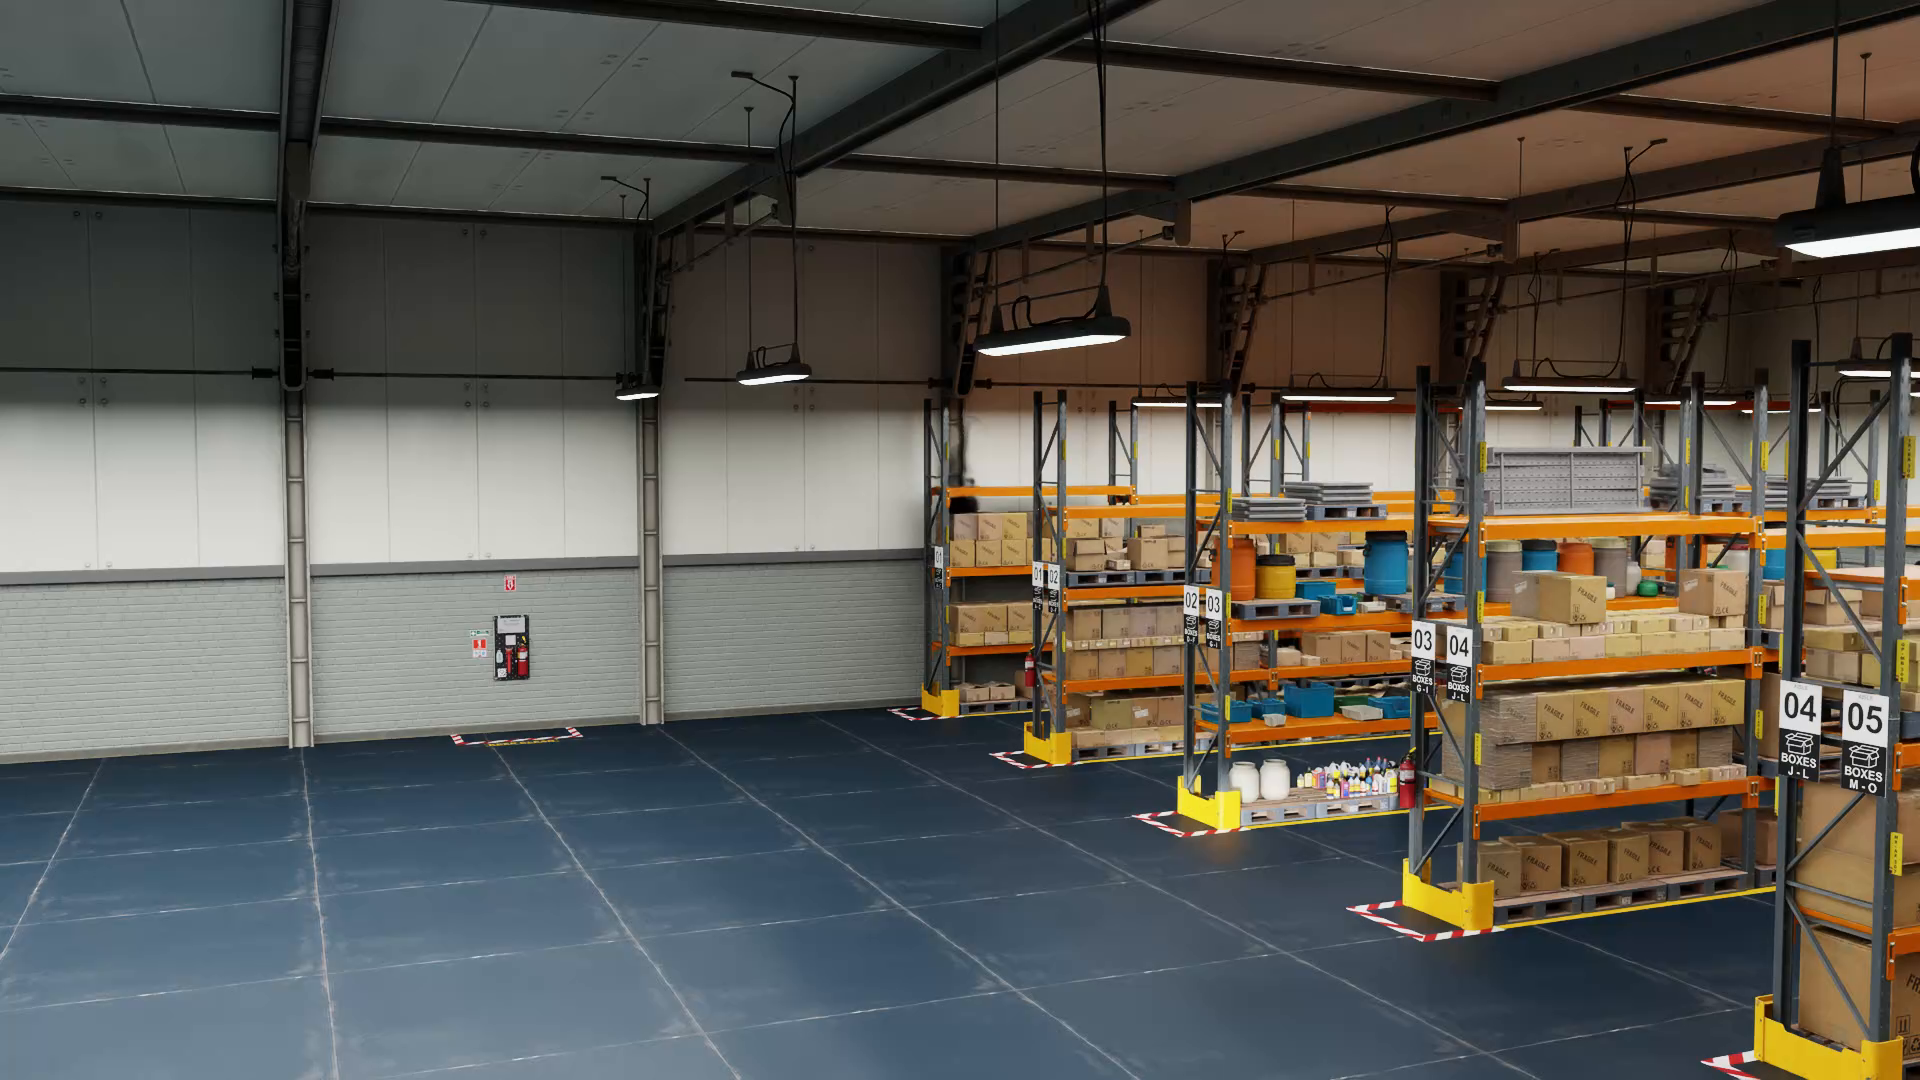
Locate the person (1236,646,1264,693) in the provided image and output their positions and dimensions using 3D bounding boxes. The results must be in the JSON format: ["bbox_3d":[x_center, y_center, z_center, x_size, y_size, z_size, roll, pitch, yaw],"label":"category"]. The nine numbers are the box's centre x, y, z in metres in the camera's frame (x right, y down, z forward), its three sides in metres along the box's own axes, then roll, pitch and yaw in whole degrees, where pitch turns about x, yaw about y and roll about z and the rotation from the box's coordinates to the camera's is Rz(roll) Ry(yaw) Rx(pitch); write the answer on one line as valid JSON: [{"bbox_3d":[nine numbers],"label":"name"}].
[{"bbox_3d":[5.519,2.514,31.694,0.869,1.579,0.532,-2,4,-28],"label":"person"}]
